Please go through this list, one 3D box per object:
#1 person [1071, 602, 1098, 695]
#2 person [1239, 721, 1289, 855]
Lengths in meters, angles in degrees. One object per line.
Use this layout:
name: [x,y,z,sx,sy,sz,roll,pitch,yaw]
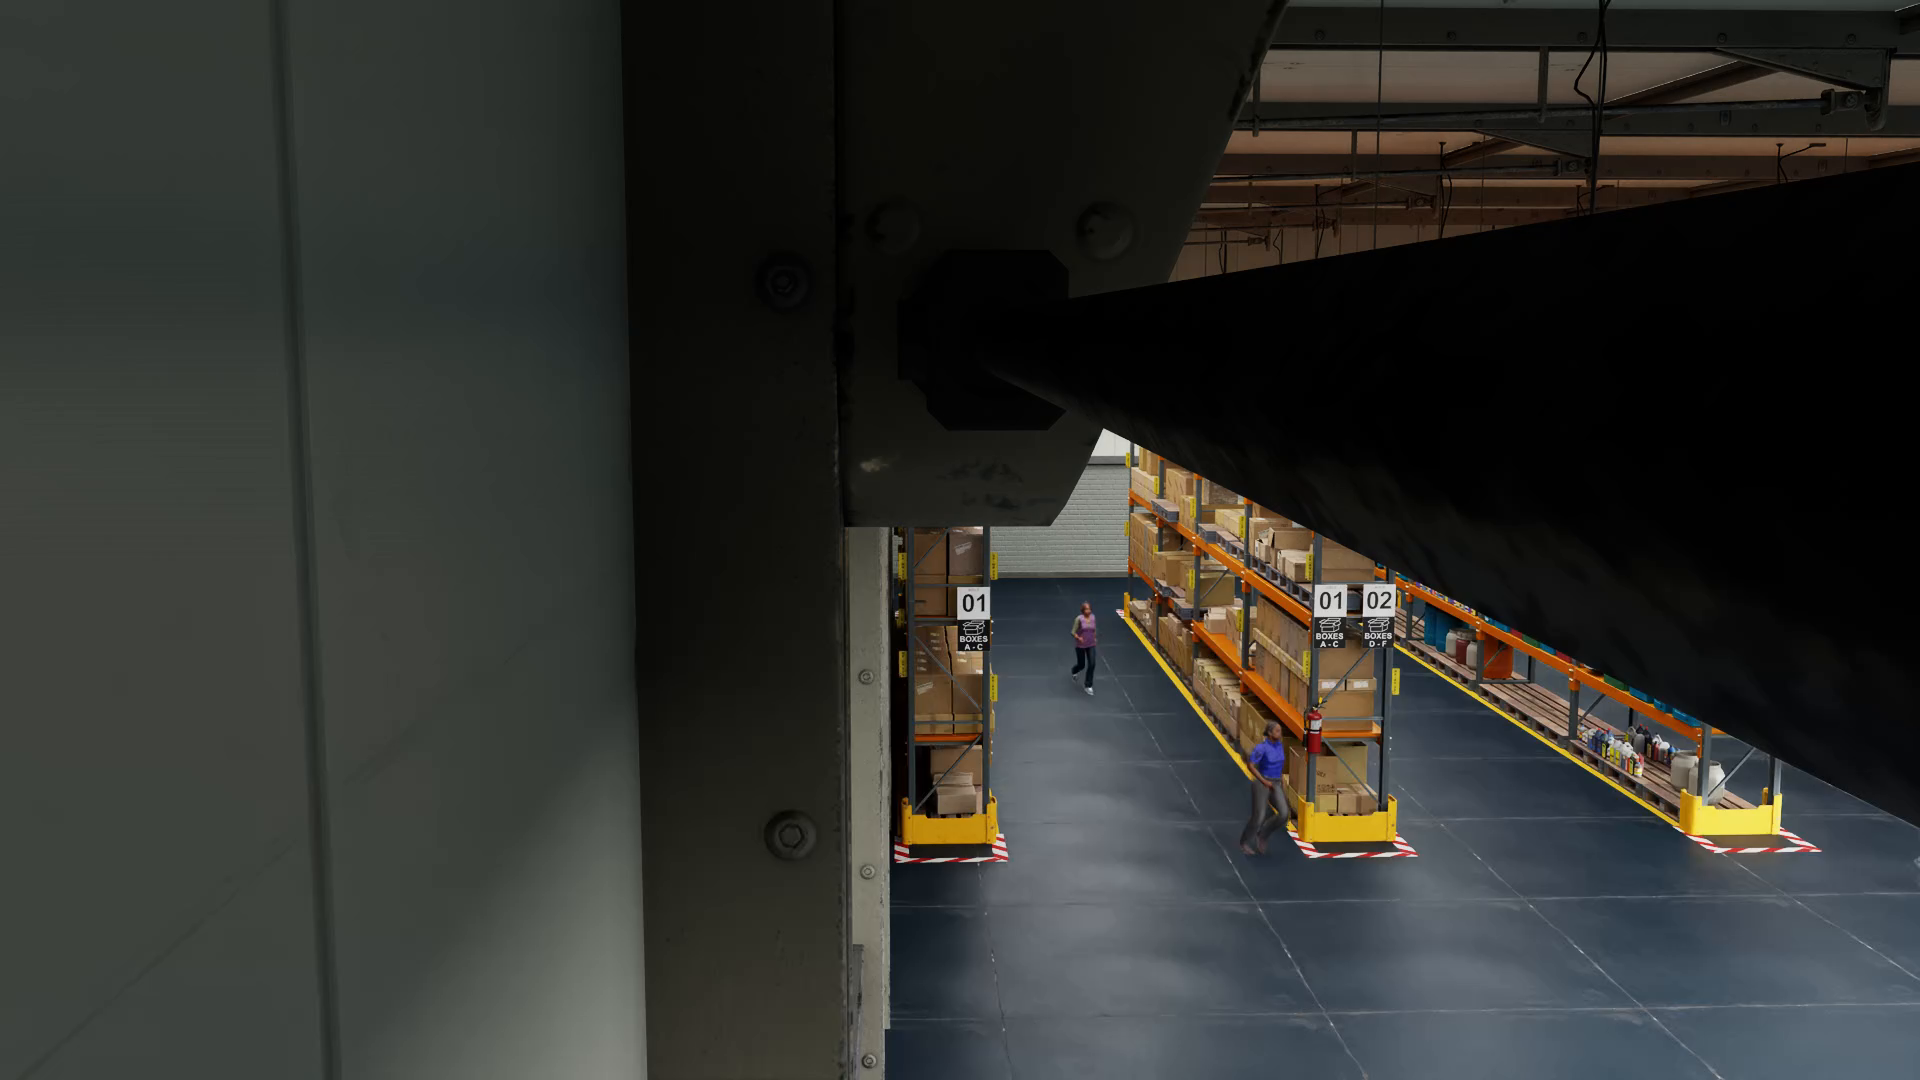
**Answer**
person: [2.167,1.853,28.957,0.525,1.589,0.774,-2,8,-16]
person: [3.742,2.986,20.032,0.641,1.593,0.582,-5,9,-32]
